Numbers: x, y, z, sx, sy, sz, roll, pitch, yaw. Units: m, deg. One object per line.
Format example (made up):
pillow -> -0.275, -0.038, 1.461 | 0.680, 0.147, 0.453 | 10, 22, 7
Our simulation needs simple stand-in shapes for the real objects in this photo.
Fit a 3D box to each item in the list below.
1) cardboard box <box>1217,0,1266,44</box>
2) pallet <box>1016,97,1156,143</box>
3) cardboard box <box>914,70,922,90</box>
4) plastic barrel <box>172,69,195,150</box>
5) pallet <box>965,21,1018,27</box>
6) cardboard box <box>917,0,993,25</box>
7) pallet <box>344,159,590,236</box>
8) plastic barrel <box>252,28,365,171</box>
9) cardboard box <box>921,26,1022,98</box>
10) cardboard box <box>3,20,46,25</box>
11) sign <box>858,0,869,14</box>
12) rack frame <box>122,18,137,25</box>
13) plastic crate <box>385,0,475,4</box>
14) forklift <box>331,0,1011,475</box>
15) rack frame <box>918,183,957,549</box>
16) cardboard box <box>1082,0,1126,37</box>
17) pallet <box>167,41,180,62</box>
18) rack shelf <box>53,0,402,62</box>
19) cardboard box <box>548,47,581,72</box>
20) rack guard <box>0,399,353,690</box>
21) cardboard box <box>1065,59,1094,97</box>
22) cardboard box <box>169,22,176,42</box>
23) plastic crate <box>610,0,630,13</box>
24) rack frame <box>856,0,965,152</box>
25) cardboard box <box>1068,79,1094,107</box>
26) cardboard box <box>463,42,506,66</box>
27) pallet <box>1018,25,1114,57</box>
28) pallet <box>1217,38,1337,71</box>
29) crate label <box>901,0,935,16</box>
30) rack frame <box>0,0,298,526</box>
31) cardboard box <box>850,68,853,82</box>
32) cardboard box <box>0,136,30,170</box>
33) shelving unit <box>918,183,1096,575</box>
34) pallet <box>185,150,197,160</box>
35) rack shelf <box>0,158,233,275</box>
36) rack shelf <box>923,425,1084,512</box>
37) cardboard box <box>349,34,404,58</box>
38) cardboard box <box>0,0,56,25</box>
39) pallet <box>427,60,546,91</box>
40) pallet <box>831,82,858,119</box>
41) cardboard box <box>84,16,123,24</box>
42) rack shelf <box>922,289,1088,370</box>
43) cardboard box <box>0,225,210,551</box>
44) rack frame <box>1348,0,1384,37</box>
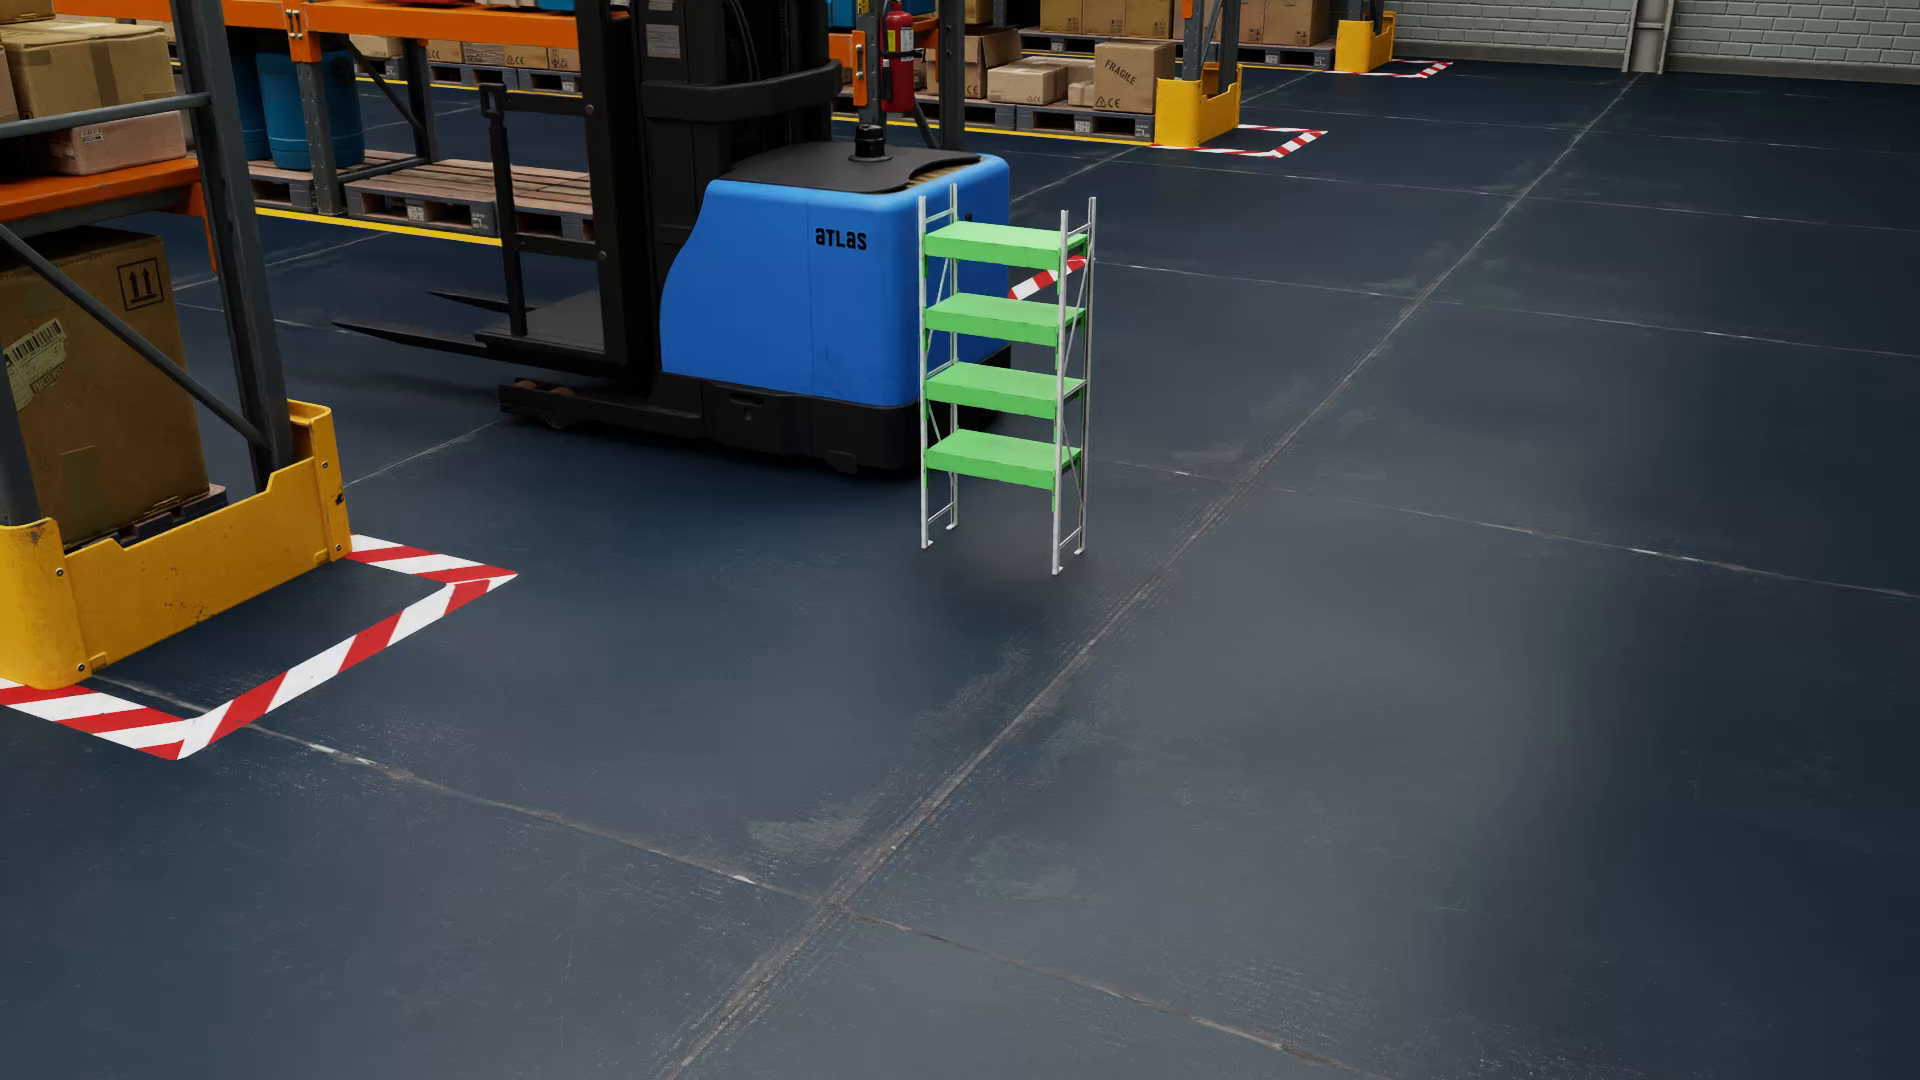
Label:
cardboard box -> 3.104, -5.591, 17.722 | 0.500, 0.500, 0.700 | 11, 25, 24
pallet -> 1.209, -3.511, 13.736 | 1.213, 0.211, 1.003 | 11, 25, 25
cardboard box -> -0.528, -3.946, 14.255 | 0.250, 0.166, 0.380 | 11, 25, 25
plastic barrel -> -5.393, -3.024, 11.670 | 0.421, 0.512, 0.421 | 0, 23, 0
pallet -> -0.072, -5.904, 19.364 | 1.213, 0.211, 1.003 | 11, 25, 25
cardboard box -> 0.012, -6.351, 19.061 | 0.750, 0.750, 0.750 | 12, 26, 25
pallet -> -3.146, -2.218, 10.696 | 1.213, 0.211, 1.003 | 11, 25, 25
plastic barrel -> -4.297, -2.947, 10.992 | 0.708, 0.901, 0.600 | 11, 25, 25
cardboard box -> 0.098, -4.070, 14.116 | 0.637, 0.503, 0.797 | 11, 25, 25
cardboard box -> -3.258, -1.518, 5.297 | 0.500, 0.250, 0.500 | 11, 25, 24
sign -> -0.484, -2.791, 8.272 | 0.005, 0.325, 0.100 | 11, 25, 25
rack frame -> -8.721, -6.759, 17.811 | 0.127, 3.000, 1.000 | 11, 25, 25
plastic crate -> -3.136, -3.429, 9.822 | 0.583, 0.464, 0.402 | 11, 25, 25
forklift -> -1.340, -1.980, 6.660 | 3.031, 2.935, 1.130 | 11, 25, 24
rack frame -> -0.070, -0.566, 5.548 | 0.015, 1.200, 0.240 | 11, 25, 25
cardboard box -> 1.718, -5.863, 18.360 | 0.500, 0.500, 0.700 | 11, 25, 24
pallet -> -8.046, -5.360, 18.083 | 1.213, 0.211, 1.003 | 11, 25, 25
rack shelf -> -5.604, -3.640, 11.394 | 4.000, 0.370, 1.077 | 11, 25, 25
cardboard box -> -3.490, -4.654, 15.492 | 0.500, 0.500, 0.500 | 10, 25, 23
rack guard -> -2.463, -0.027, 5.174 | 0.348, 0.500, 1.175 | 11, 25, 25
cardboard box -> 1.185, -3.861, 13.947 | 0.500, 0.250, 0.500 | 11, 25, 25
cardboard box -> -8.017, -5.439, 17.683 | 0.500, 0.250, 0.500 | 12, 26, 26
plastic crate -> -1.844, -3.041, 9.328 | 0.250, 0.136, 0.298 | 11, 25, 25
rack frame -> -0.250, -2.911, 8.762 | 0.127, 3.000, 1.000 | 11, 25, 25
cardboard box -> 1.071, -3.652, 13.563 | 0.250, 0.166, 0.380 | 11, 25, 25
cardboard box -> -4.404, -4.835, 15.917 | 0.500, 0.500, 0.500 | 10, 25, 23
pallet -> 1.294, -5.633, 18.725 | 1.213, 0.211, 1.003 | 11, 25, 25
pallet -> 3.471, -5.202, 17.712 | 1.213, 0.211, 1.003 | 11, 25, 25
crate label -> -0.322, -3.020, 9.156 | 0.303, 0.233, 0.416 | 11, 25, 25
rack frame -> -2.485, -1.181, 4.695 | 0.127, 3.000, 1.000 | 11, 25, 25
cardboard box -> -0.945, -4.397, 14.889 | 0.500, 0.500, 0.500 | 11, 25, 25
cardboard box -> -2.882, -1.288, 5.268 | 0.250, 0.149, 0.380 | 11, 25, 24
shelving unit -> 0.148, -0.523, 5.446 | 0.503, 1.200, 0.258 | 11, 25, 25
pallet -> -5.582, -2.700, 11.829 | 1.213, 0.211, 1.003 | 11, 25, 25
rack shelf -> -4.269, -1.203, 5.666 | 4.000, 0.370, 1.077 | 11, 25, 25
rack shelf -> 0.148, -0.243, 5.565 | 0.480, 0.148, 0.258 | 11, 25, 25
cardboard box -> -5.731, -4.989, 16.625 | 0.500, 0.250, 0.500 | 12, 26, 26
cardboard box -> -3.237, -1.862, 5.148 | 0.500, 0.500, 0.500 | 11, 25, 23
pallet -> -4.502, -4.625, 16.355 | 1.213, 0.211, 1.003 | 11, 25, 25
pallet -> -0.969, -3.942, 14.749 | 1.213, 0.211, 1.003 | 11, 25, 25
cardboard box -> -9.233, -5.693, 18.280 | 0.500, 0.250, 0.500 | 11, 25, 25
rack shelf -> 0.148, -0.685, 5.378 | 0.480, 0.148, 0.258 | 11, 25, 25
cardboard box -> -3.092, -0.482, 5.228 | 0.875, 0.875, 0.875 | 11, 25, 25
rack frame -> 4.220, -6.371, 16.898 | 0.127, 3.000, 1.000 | 11, 25, 25
